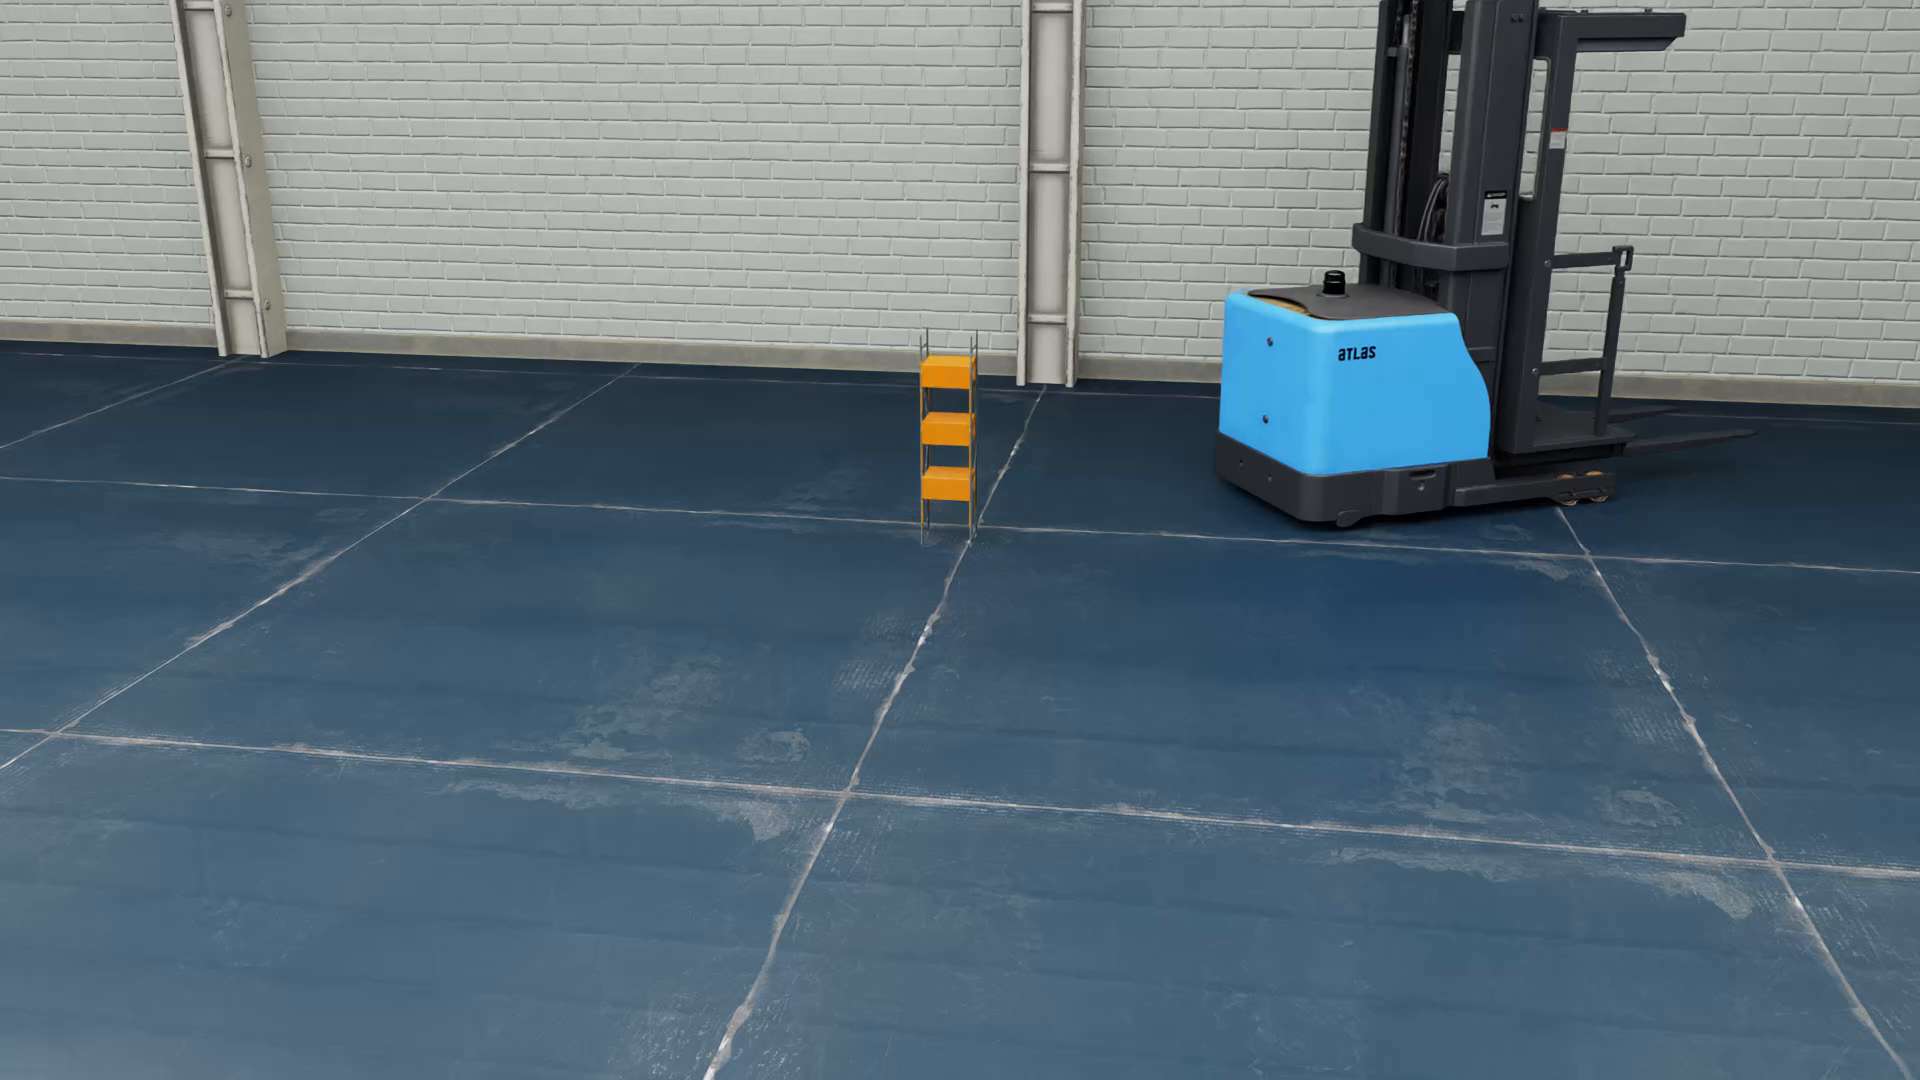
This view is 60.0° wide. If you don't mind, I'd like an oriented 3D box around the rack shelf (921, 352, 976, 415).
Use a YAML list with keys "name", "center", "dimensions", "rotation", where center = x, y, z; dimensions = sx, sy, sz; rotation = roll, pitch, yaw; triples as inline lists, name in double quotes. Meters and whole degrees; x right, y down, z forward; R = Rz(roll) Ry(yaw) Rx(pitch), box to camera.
- name: "rack shelf"
  center: [-0.053, -0.760, 8.058]
  dimensions: [0.240, 0.259, 0.215]
  rotation: [3, 19, 9]

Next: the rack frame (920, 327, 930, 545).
- name: "rack frame"
  center: [-0.173, -0.507, 8.163]
  dimensions: [0.008, 1.050, 0.200]
  rotation: [3, 19, 9]

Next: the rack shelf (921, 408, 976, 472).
- name: "rack shelf"
  center: [-0.053, -0.491, 8.148]
  dimensions: [0.240, 0.259, 0.215]
  rotation: [3, 19, 9]

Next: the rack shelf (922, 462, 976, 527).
- name: "rack shelf"
  center: [-0.053, -0.227, 8.236]
  dimensions: [0.240, 0.259, 0.215]
  rotation: [3, 19, 9]

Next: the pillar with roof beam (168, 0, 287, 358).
- name: "pillar with roof beam"
  center: [-5.996, -4.331, 7.066]
  dimensions: [0.400, 9.000, 9.100]
  rotation: [3, 19, 9]

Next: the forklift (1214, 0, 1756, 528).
- name: "forklift"
  center: [2.977, -1.722, 8.831]
  dimensions: [3.031, 2.935, 1.130]
  rotation: [-7, 20, -19]

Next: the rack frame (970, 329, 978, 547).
- name: "rack frame"
  center: [0.068, -0.494, 8.126]
  dimensions: [0.008, 1.050, 0.200]
  rotation: [3, 19, 9]

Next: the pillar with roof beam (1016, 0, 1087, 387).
- name: "pillar with roof beam"
  center: [-0.071, -4.029, 6.164]
  dimensions: [0.400, 9.000, 9.100]
  rotation: [3, 19, 9]

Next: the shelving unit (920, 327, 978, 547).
- name: "shelving unit"
  center: [-0.053, -0.501, 8.145]
  dimensions: [0.252, 1.050, 0.215]
  rotation: [3, 19, 9]
